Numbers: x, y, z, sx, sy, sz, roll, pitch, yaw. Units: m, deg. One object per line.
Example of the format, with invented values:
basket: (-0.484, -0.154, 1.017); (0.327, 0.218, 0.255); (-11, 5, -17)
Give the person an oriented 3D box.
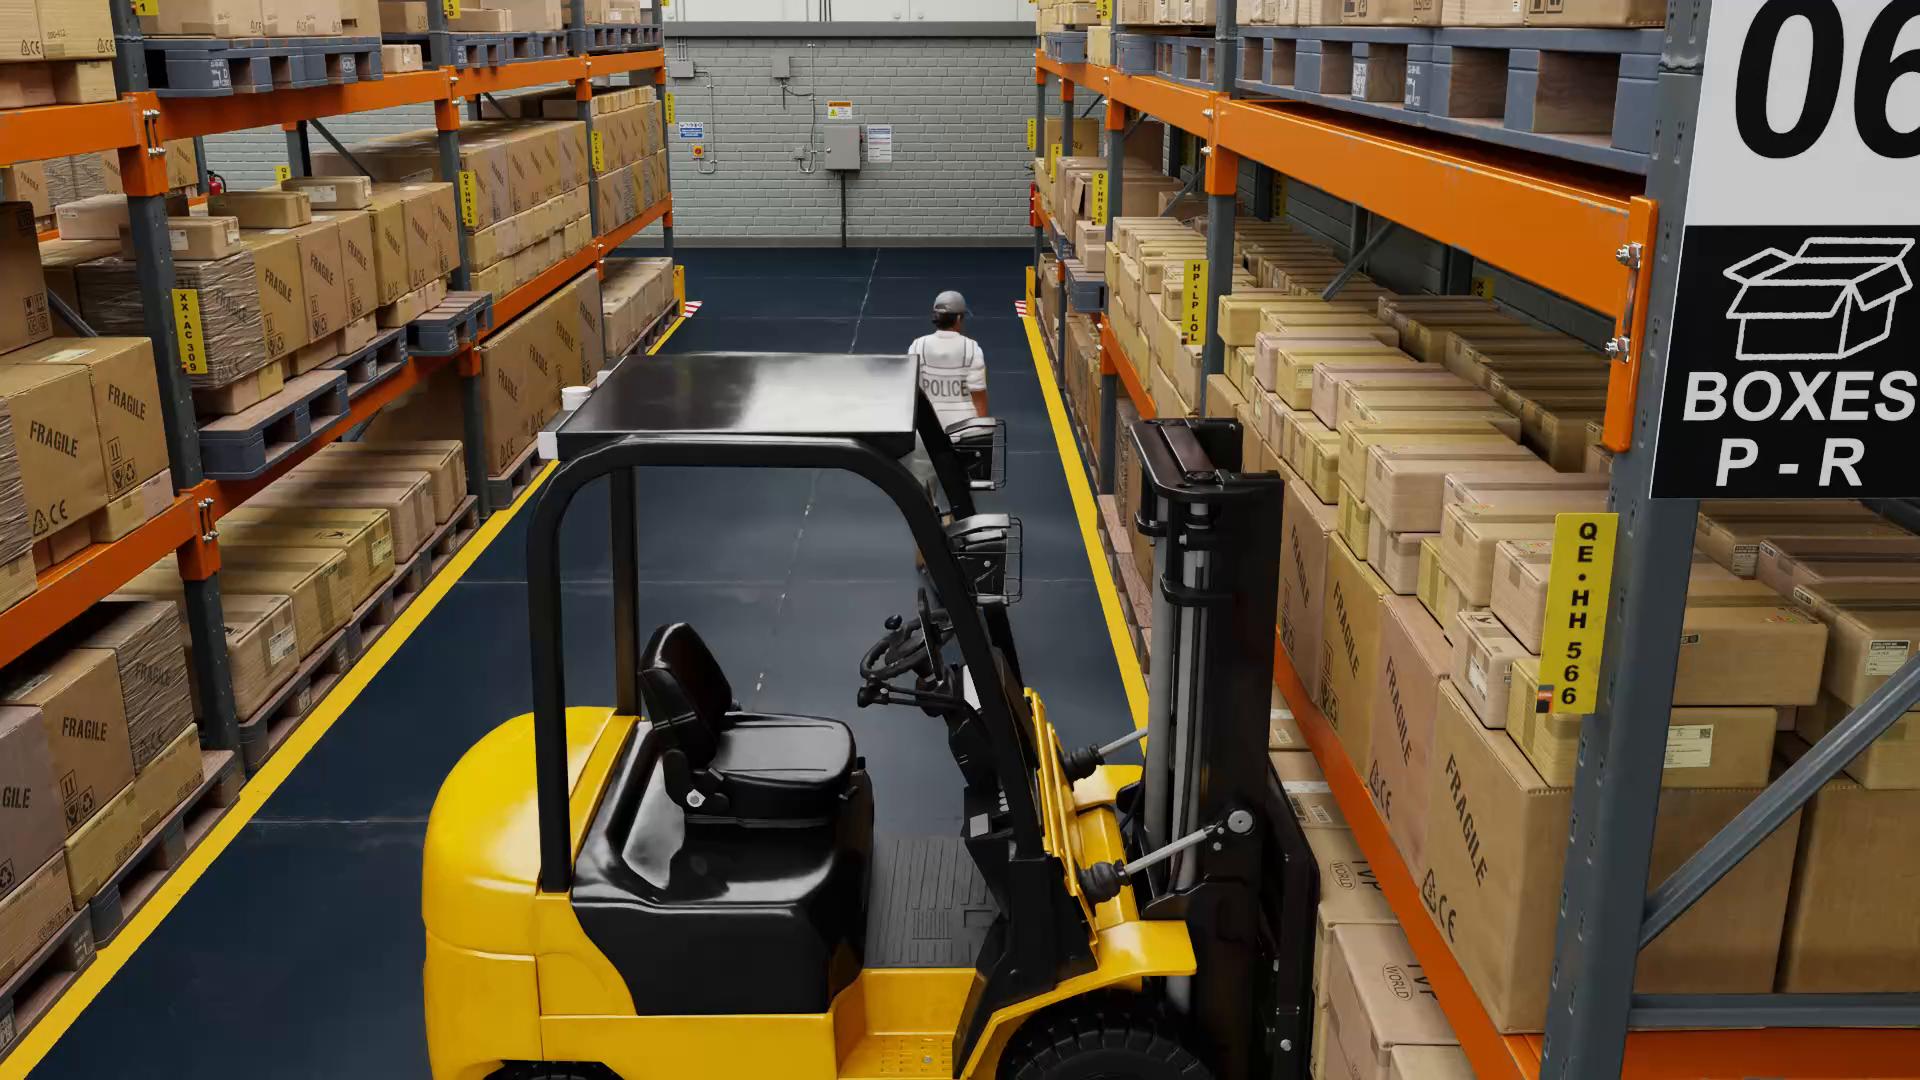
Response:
person: (-0.105, -0.594, 9.454); (0.512, 1.630, 0.870); (-2, 17, -5)
